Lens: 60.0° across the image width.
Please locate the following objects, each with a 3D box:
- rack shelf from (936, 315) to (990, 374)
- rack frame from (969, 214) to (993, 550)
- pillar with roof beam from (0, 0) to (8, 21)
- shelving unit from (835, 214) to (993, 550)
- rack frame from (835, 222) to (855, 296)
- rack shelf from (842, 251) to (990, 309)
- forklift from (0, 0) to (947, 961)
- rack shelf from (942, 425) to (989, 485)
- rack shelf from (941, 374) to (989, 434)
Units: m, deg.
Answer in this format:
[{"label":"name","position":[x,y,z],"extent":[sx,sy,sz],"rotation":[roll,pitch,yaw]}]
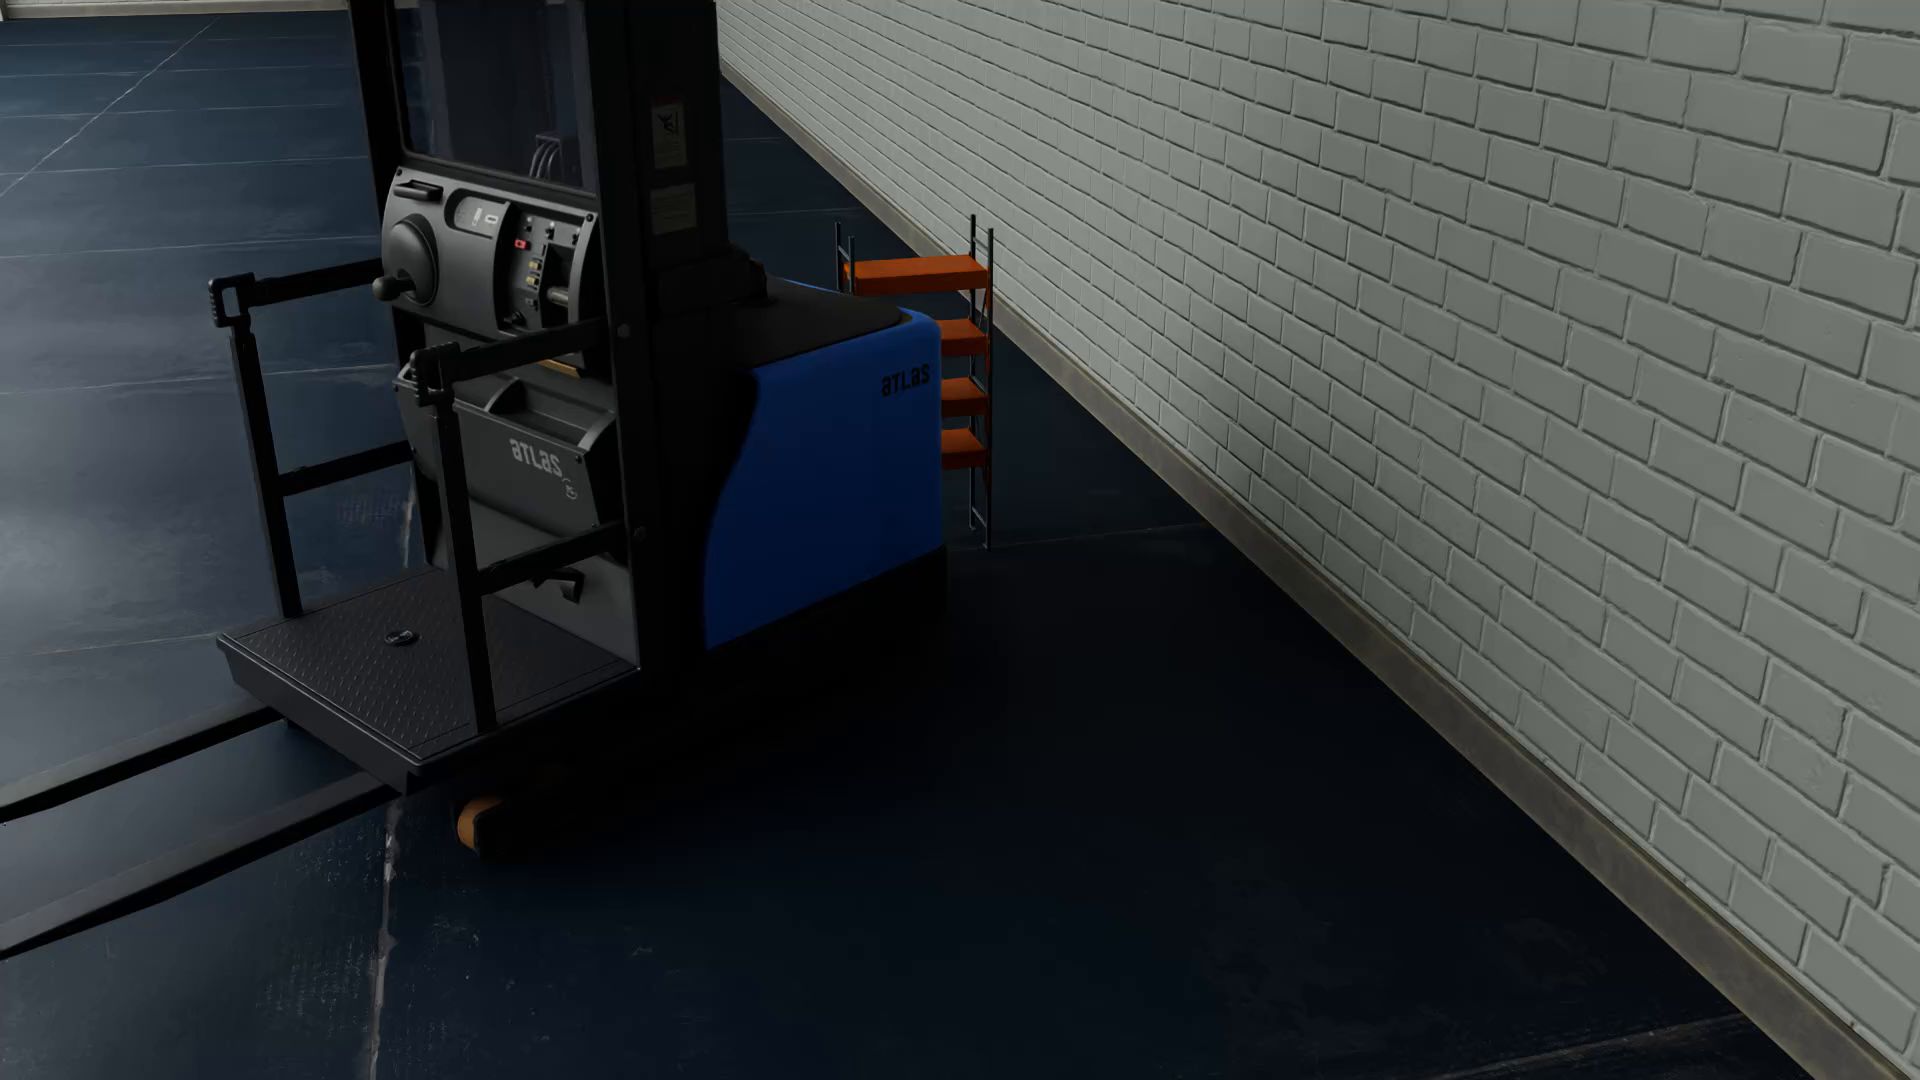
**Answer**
[{"label":"rack shelf","position":[-0.159,-0.678,5.911],"extent":[0.480,0.148,0.258],"rotation":[-6,24,-14]},{"label":"rack frame","position":[0.076,-0.560,6.033],"extent":[0.015,1.200,0.240],"rotation":[-6,24,-14]},{"label":"pillar with roof beam","position":[-12.273,-9.707,17.460],"extent":[0.400,9.000,9.100],"rotation":[-6,24,-14]},{"label":"shelving unit","position":[-0.159,-0.534,5.972],"extent":[0.503,1.200,0.258],"rotation":[-6,24,-14]},{"label":"rack frame","position":[-0.394,-0.508,5.912],"extent":[0.015,1.200,0.240],"rotation":[-6,24,-14]},{"label":"rack shelf","position":[-0.159,-0.895,5.817],"extent":[0.480,0.148,0.258],"rotation":[-6,24,-14]},{"label":"forklift","position":[-1.402,-0.748,4.276],"extent":[1.130,2.935,3.031],"rotation":[20,30,38]},{"label":"rack shelf","position":[-0.159,-0.289,6.077],"extent":[0.480,0.148,0.258],"rotation":[-6,24,-14]},{"label":"rack shelf","position":[-0.159,-0.472,5.999],"extent":[0.480,0.148,0.258],"rotation":[-6,24,-14]}]
